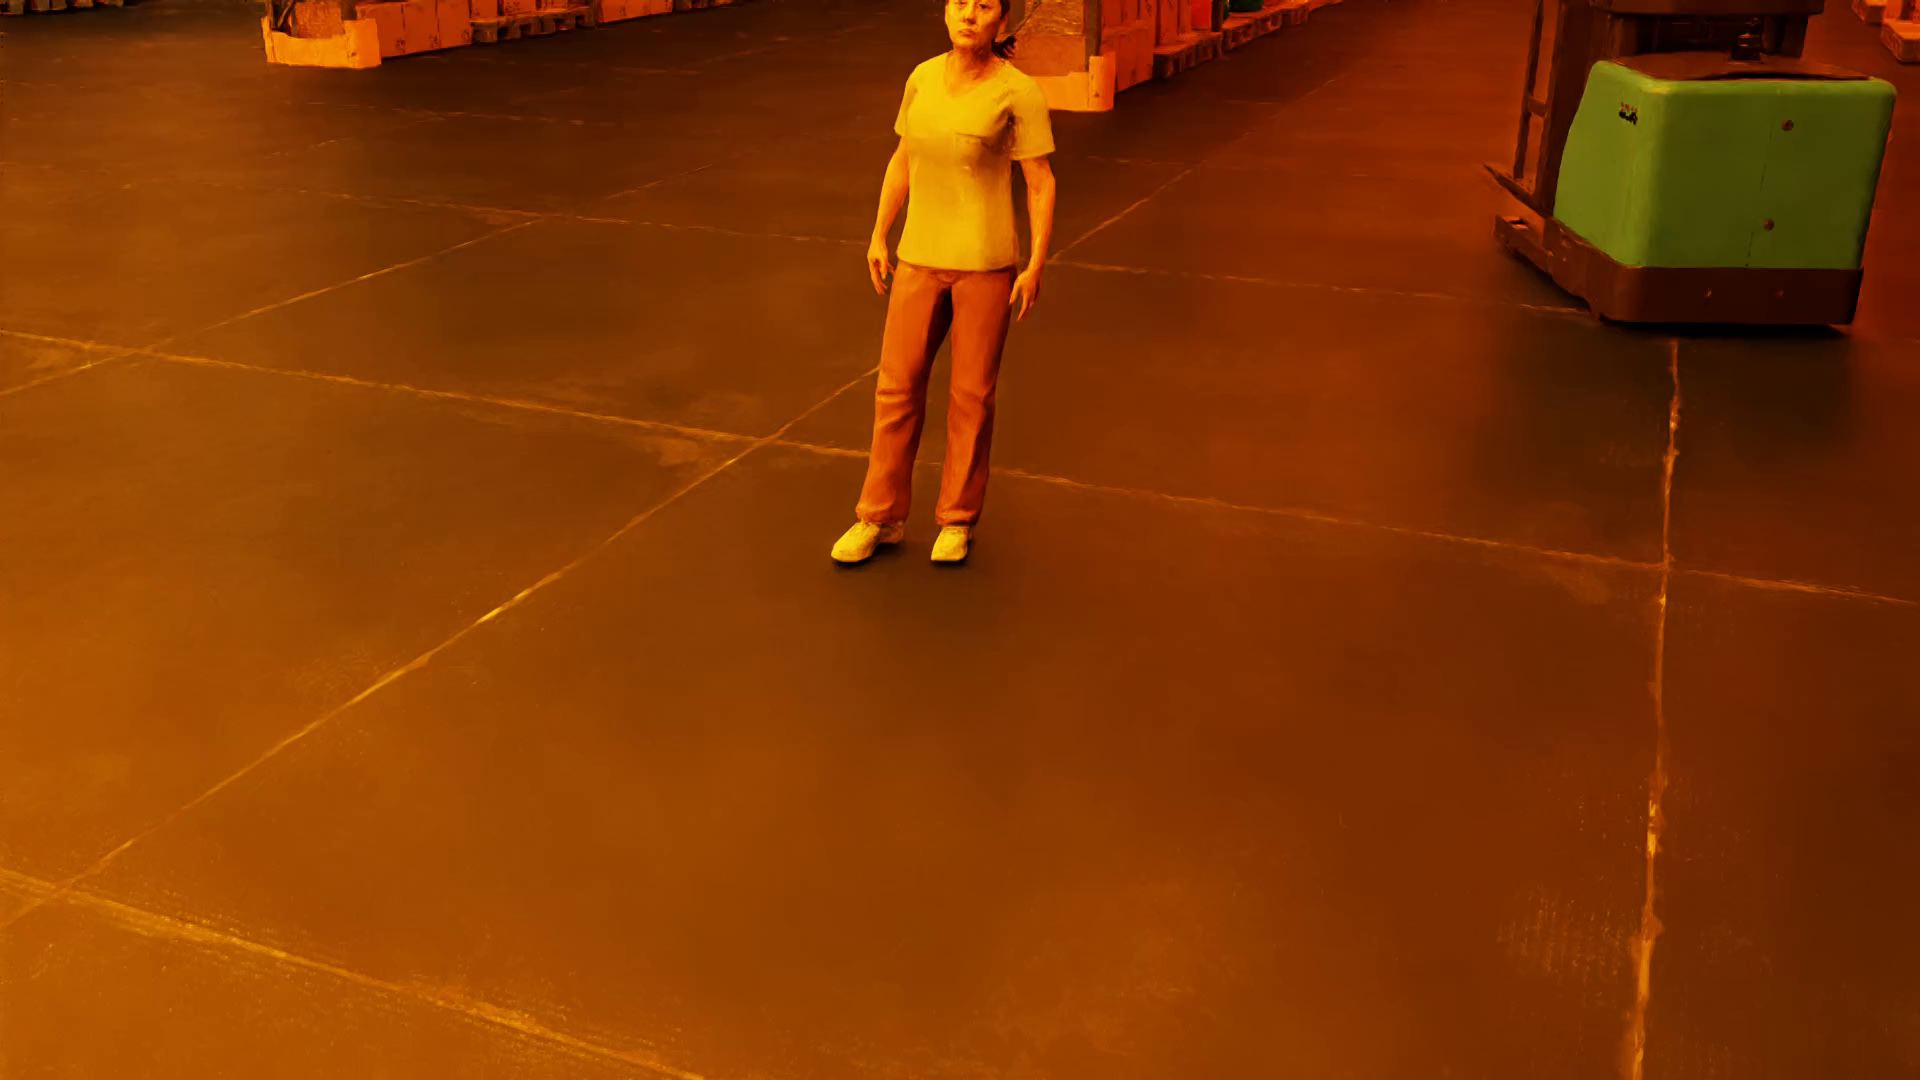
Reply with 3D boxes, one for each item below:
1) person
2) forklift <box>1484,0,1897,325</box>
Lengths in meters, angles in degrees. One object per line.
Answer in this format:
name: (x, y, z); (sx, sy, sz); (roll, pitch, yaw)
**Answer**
person: (-0.038, -0.751, 4.710); (0.554, 1.665, 0.548); (9, 24, 21)
forklift: (3.392, -2.796, 7.981); (1.130, 2.935, 3.031); (1, 23, 2)
